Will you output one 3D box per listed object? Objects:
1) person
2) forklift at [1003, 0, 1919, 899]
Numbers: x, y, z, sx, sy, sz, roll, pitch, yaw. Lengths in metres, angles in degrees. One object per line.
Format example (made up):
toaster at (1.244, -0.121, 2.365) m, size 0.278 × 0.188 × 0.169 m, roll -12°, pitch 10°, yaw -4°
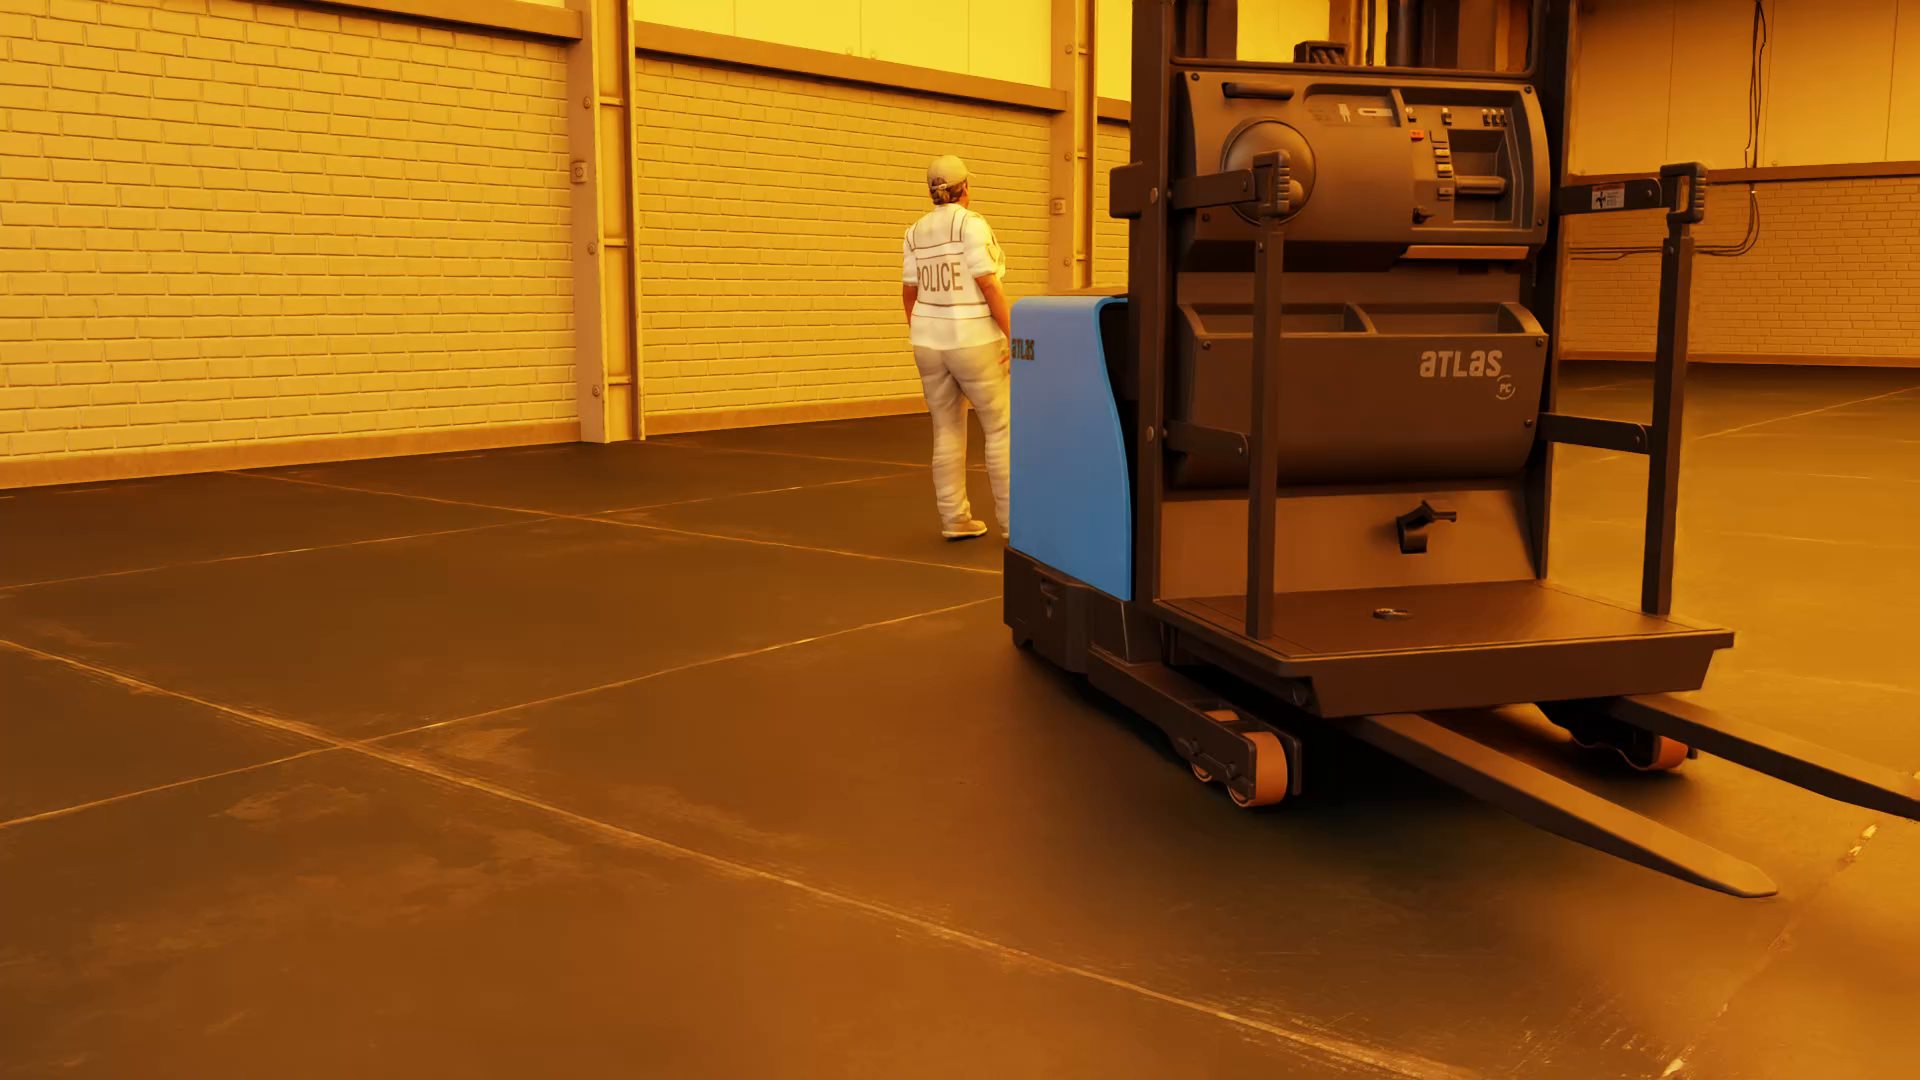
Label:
person at (0.066, -0.839, 7.328) m, size 0.599 × 1.670 × 0.529 m, roll 7°, pitch 11°, yaw 38°
forklift at (1.032, -0.944, 3.737) m, size 1.130 × 2.935 × 3.031 m, roll -2°, pitch 9°, yaw -16°
